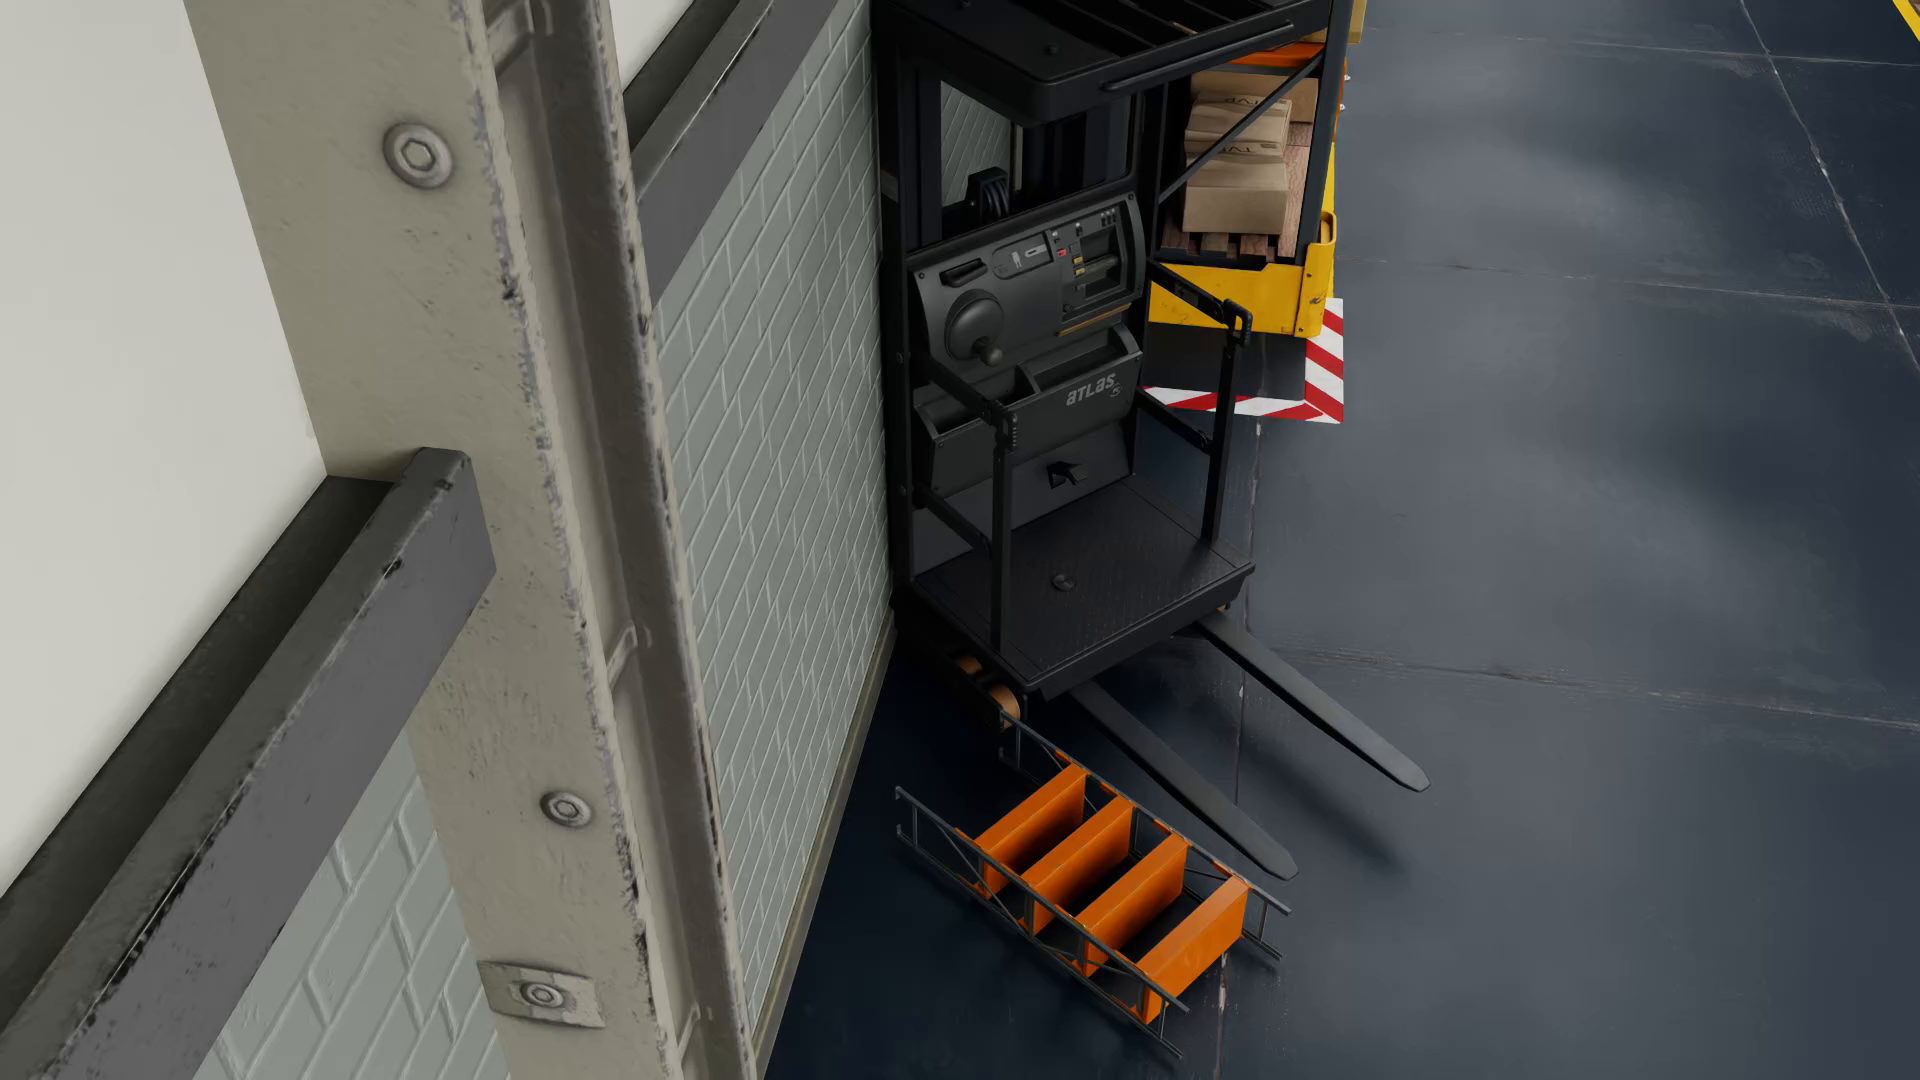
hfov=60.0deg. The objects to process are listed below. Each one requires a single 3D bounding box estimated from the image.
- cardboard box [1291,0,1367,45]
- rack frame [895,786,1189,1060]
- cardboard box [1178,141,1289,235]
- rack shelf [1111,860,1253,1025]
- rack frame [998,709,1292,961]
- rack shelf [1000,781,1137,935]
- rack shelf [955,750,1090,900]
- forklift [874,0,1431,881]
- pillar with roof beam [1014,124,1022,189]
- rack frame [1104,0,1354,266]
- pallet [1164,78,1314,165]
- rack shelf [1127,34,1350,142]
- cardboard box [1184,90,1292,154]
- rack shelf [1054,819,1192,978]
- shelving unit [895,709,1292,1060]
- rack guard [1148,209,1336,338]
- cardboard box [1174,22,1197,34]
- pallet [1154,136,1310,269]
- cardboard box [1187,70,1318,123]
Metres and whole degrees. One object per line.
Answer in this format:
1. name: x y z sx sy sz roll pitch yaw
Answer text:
1. cardboard box: 1.552 -2.458 7.470 0.500 0.250 0.500 5 40 6
2. rack frame: 0.220 1.158 5.119 1.200 0.240 0.015 32 49 33
3. cardboard box: 1.363 -1.794 8.331 0.500 0.311 0.500 2 40 3
4. rack shelf: 0.671 1.223 5.039 0.148 0.258 0.480 32 49 33
5. rack frame: 0.564 0.937 5.386 1.200 0.240 0.015 32 49 33
6. rack shelf: 0.344 1.017 5.289 0.148 0.258 0.480 32 49 33
7. rack shelf: 0.203 0.928 5.397 0.148 0.258 0.480 32 49 33
8. forklift: 0.374 -0.808 5.427 1.130 2.935 3.031 -25 46 -27
9. pillar with roof beam: 4.664 -4.609 5.262 9.100 9.000 0.400 6 40 8
10. rack frame: 1.155 -2.236 7.101 1.000 3.000 0.127 6 40 8
11. pallet: 1.557 -2.479 9.583 1.003 0.211 1.213 6 40 8
12. rack shelf: 1.501 -3.214 8.848 1.077 0.370 4.000 6 40 8
13. cardboard box: 1.462 -2.152 8.764 0.500 0.311 0.500 10 41 11
14. rack shelf: 0.503 1.117 5.168 0.148 0.258 0.480 32 49 33
15. shelving unit: 0.392 1.047 5.253 1.200 0.258 0.503 32 49 33
16. rack guard: 1.168 -1.321 7.955 1.175 0.500 0.348 6 40 8
17. cardboard box: 1.045 -2.501 7.523 0.500 0.250 0.500 7 40 8
18. pallet: 1.343 -1.715 8.659 1.003 0.211 1.213 6 40 8
19. cardboard box: 1.638 -2.680 9.253 0.700 0.500 0.500 4 40 5
